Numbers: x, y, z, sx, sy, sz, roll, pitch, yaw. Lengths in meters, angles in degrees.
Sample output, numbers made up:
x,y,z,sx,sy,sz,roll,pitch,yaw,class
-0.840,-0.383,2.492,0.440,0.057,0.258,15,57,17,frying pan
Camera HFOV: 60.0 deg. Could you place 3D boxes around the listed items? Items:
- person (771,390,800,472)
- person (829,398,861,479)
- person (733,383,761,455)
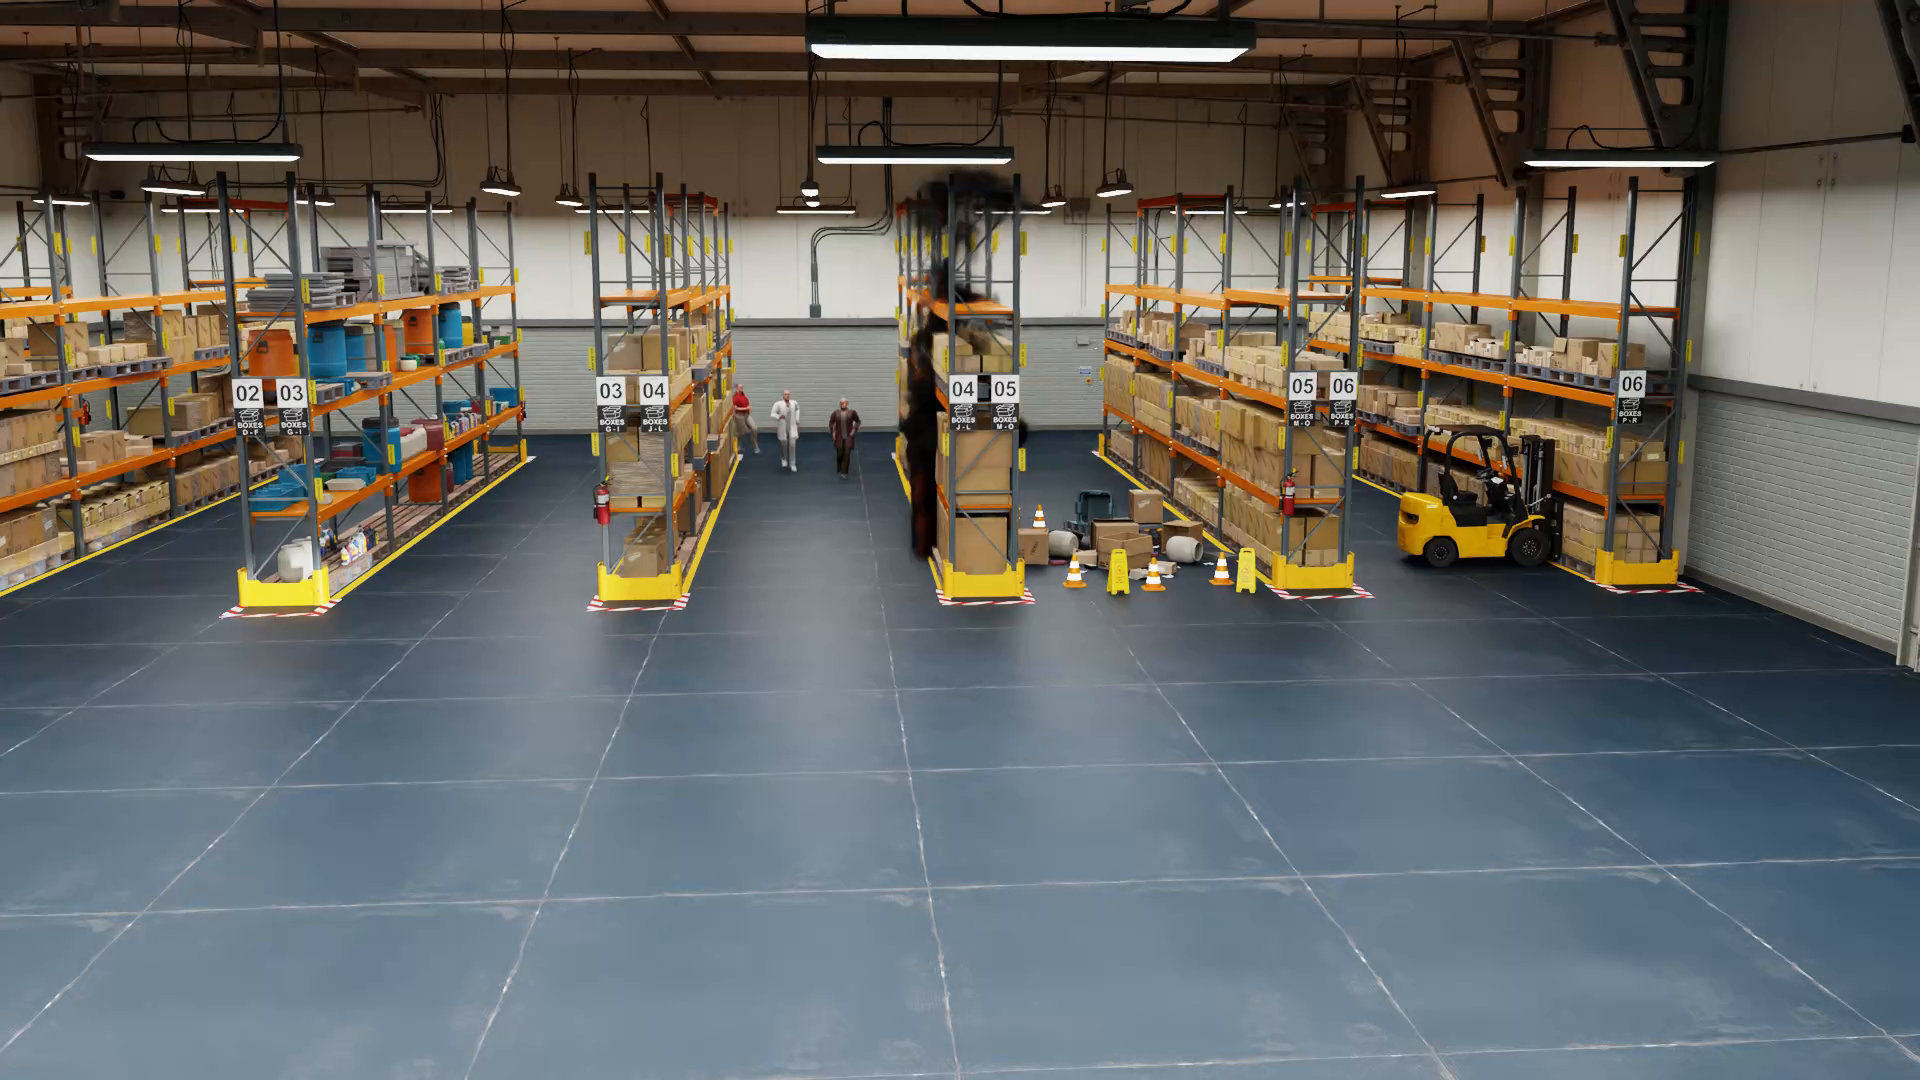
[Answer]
x,y,z,sx,sy,sz,roll,pitch,yaw,class
-3.927,-2.391,37.586,0.697,1.598,1.009,-2,10,-14,person
-2.510,-2.230,36.371,0.705,1.747,0.688,0,10,2,person
-5.294,-2.949,40.497,0.833,1.742,0.651,6,12,32,person
